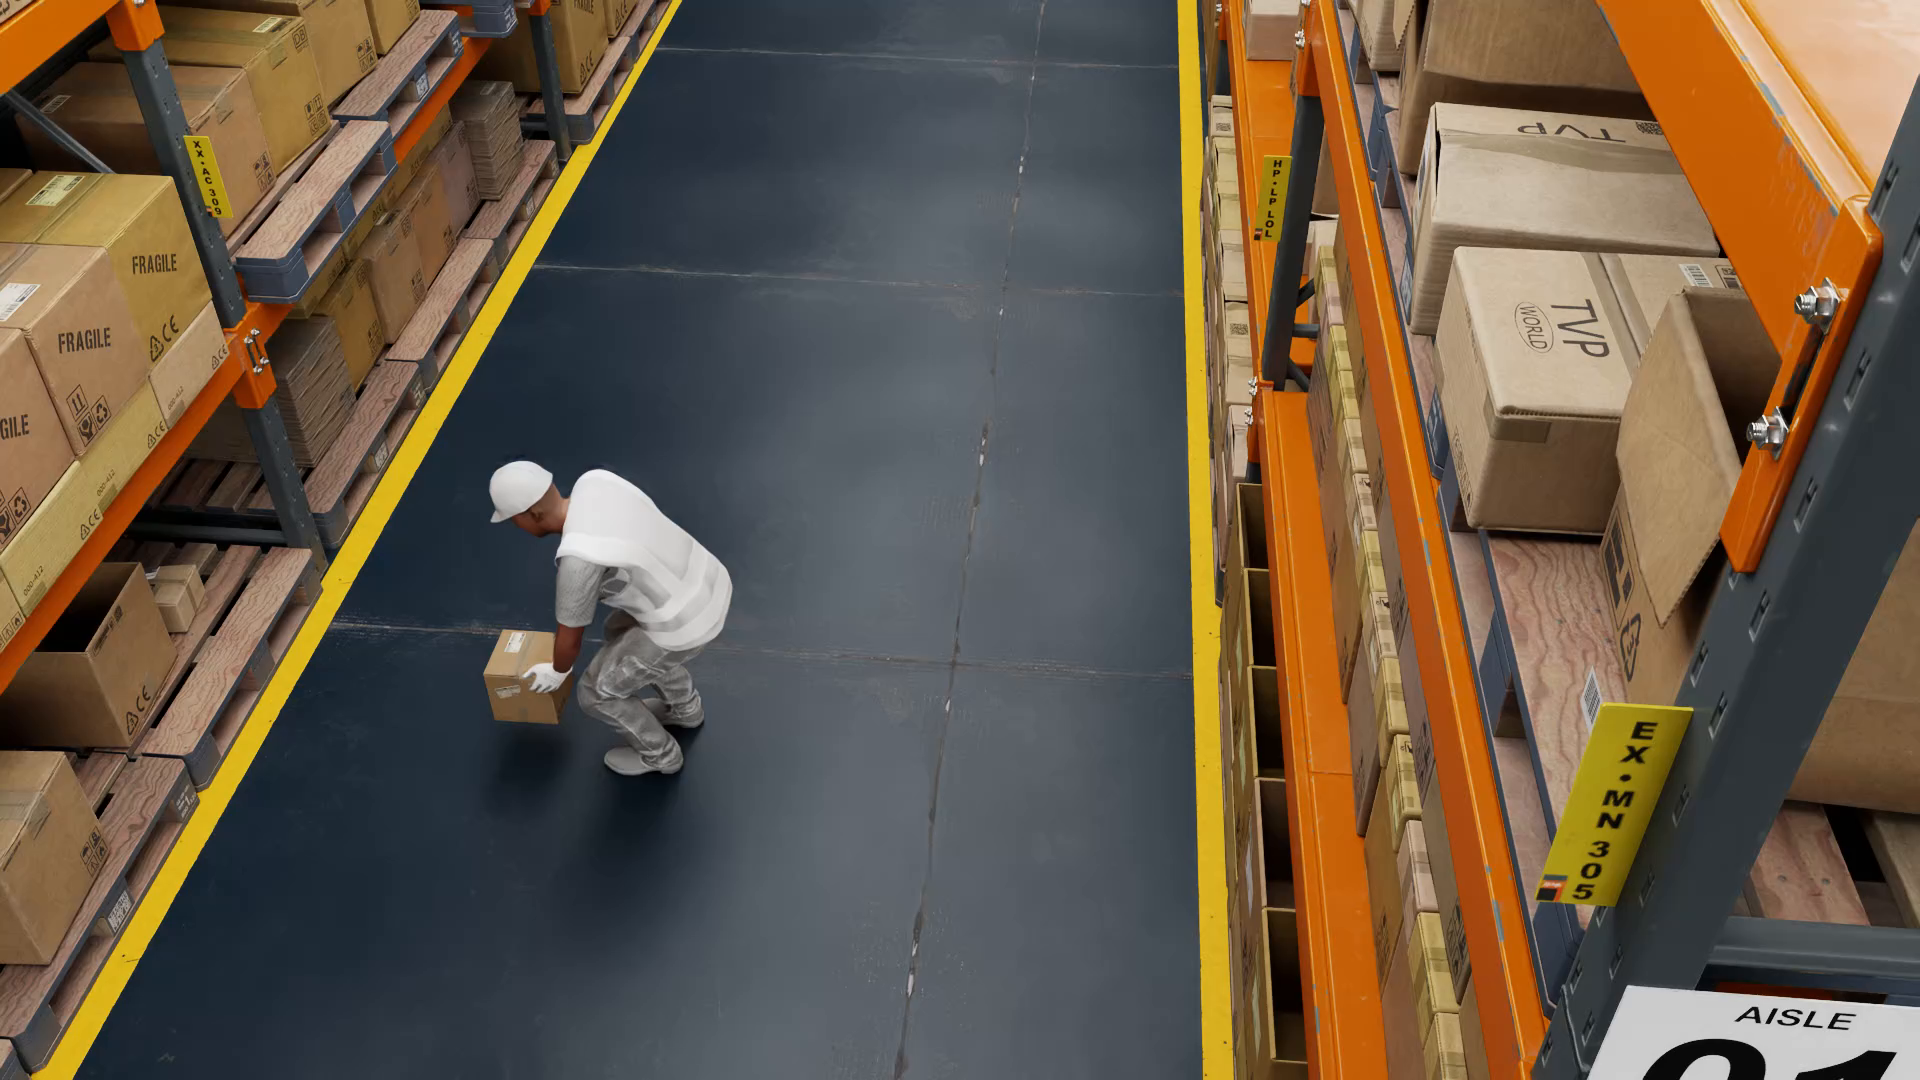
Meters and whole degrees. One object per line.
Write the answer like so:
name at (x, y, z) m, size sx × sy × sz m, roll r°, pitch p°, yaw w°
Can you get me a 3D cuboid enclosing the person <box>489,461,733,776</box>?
person at (-1.241, 0.290, 6.106) m, size 0.787 × 1.382 × 0.613 m, roll 3°, pitch 40°, yaw 4°
